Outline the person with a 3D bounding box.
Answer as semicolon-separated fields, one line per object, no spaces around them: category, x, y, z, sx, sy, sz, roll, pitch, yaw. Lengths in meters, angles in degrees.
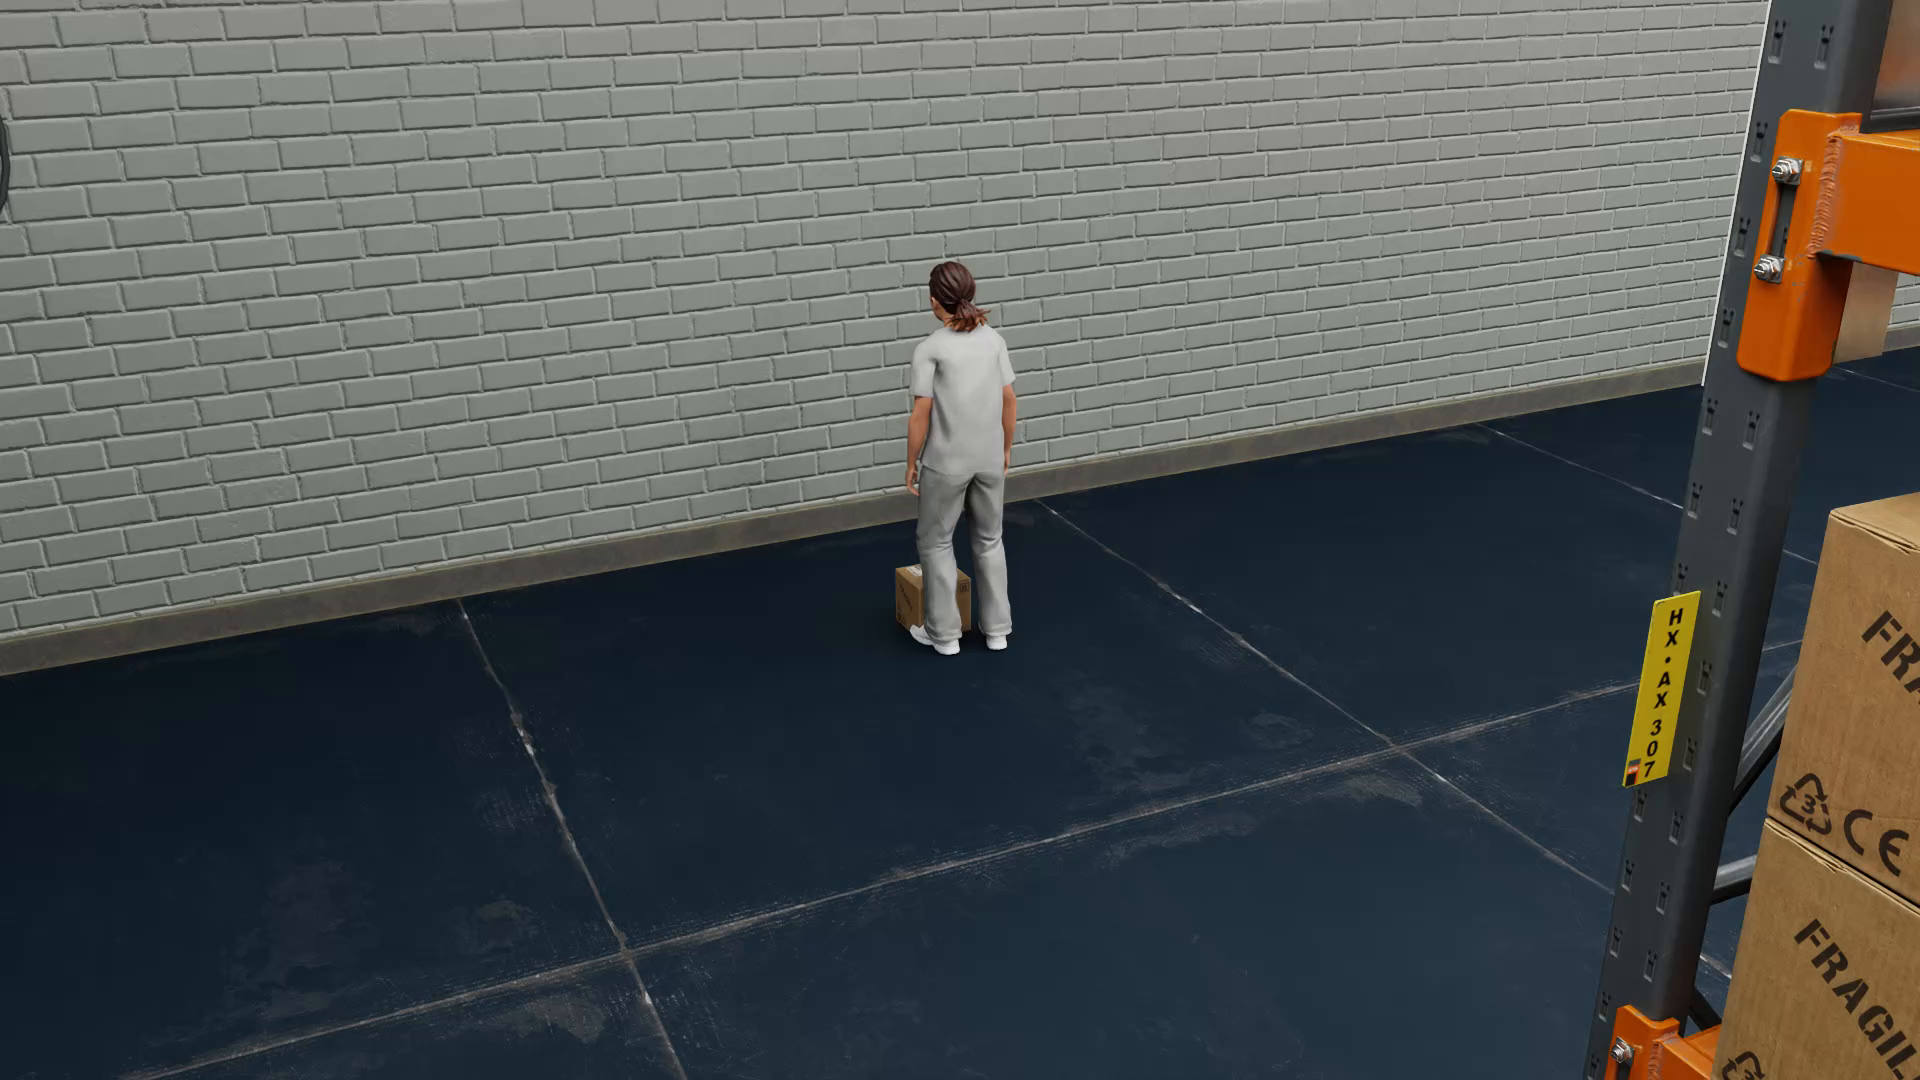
person;-0.011;-0.322;6.881;0.485;1.673;0.407;-10;24;-23
